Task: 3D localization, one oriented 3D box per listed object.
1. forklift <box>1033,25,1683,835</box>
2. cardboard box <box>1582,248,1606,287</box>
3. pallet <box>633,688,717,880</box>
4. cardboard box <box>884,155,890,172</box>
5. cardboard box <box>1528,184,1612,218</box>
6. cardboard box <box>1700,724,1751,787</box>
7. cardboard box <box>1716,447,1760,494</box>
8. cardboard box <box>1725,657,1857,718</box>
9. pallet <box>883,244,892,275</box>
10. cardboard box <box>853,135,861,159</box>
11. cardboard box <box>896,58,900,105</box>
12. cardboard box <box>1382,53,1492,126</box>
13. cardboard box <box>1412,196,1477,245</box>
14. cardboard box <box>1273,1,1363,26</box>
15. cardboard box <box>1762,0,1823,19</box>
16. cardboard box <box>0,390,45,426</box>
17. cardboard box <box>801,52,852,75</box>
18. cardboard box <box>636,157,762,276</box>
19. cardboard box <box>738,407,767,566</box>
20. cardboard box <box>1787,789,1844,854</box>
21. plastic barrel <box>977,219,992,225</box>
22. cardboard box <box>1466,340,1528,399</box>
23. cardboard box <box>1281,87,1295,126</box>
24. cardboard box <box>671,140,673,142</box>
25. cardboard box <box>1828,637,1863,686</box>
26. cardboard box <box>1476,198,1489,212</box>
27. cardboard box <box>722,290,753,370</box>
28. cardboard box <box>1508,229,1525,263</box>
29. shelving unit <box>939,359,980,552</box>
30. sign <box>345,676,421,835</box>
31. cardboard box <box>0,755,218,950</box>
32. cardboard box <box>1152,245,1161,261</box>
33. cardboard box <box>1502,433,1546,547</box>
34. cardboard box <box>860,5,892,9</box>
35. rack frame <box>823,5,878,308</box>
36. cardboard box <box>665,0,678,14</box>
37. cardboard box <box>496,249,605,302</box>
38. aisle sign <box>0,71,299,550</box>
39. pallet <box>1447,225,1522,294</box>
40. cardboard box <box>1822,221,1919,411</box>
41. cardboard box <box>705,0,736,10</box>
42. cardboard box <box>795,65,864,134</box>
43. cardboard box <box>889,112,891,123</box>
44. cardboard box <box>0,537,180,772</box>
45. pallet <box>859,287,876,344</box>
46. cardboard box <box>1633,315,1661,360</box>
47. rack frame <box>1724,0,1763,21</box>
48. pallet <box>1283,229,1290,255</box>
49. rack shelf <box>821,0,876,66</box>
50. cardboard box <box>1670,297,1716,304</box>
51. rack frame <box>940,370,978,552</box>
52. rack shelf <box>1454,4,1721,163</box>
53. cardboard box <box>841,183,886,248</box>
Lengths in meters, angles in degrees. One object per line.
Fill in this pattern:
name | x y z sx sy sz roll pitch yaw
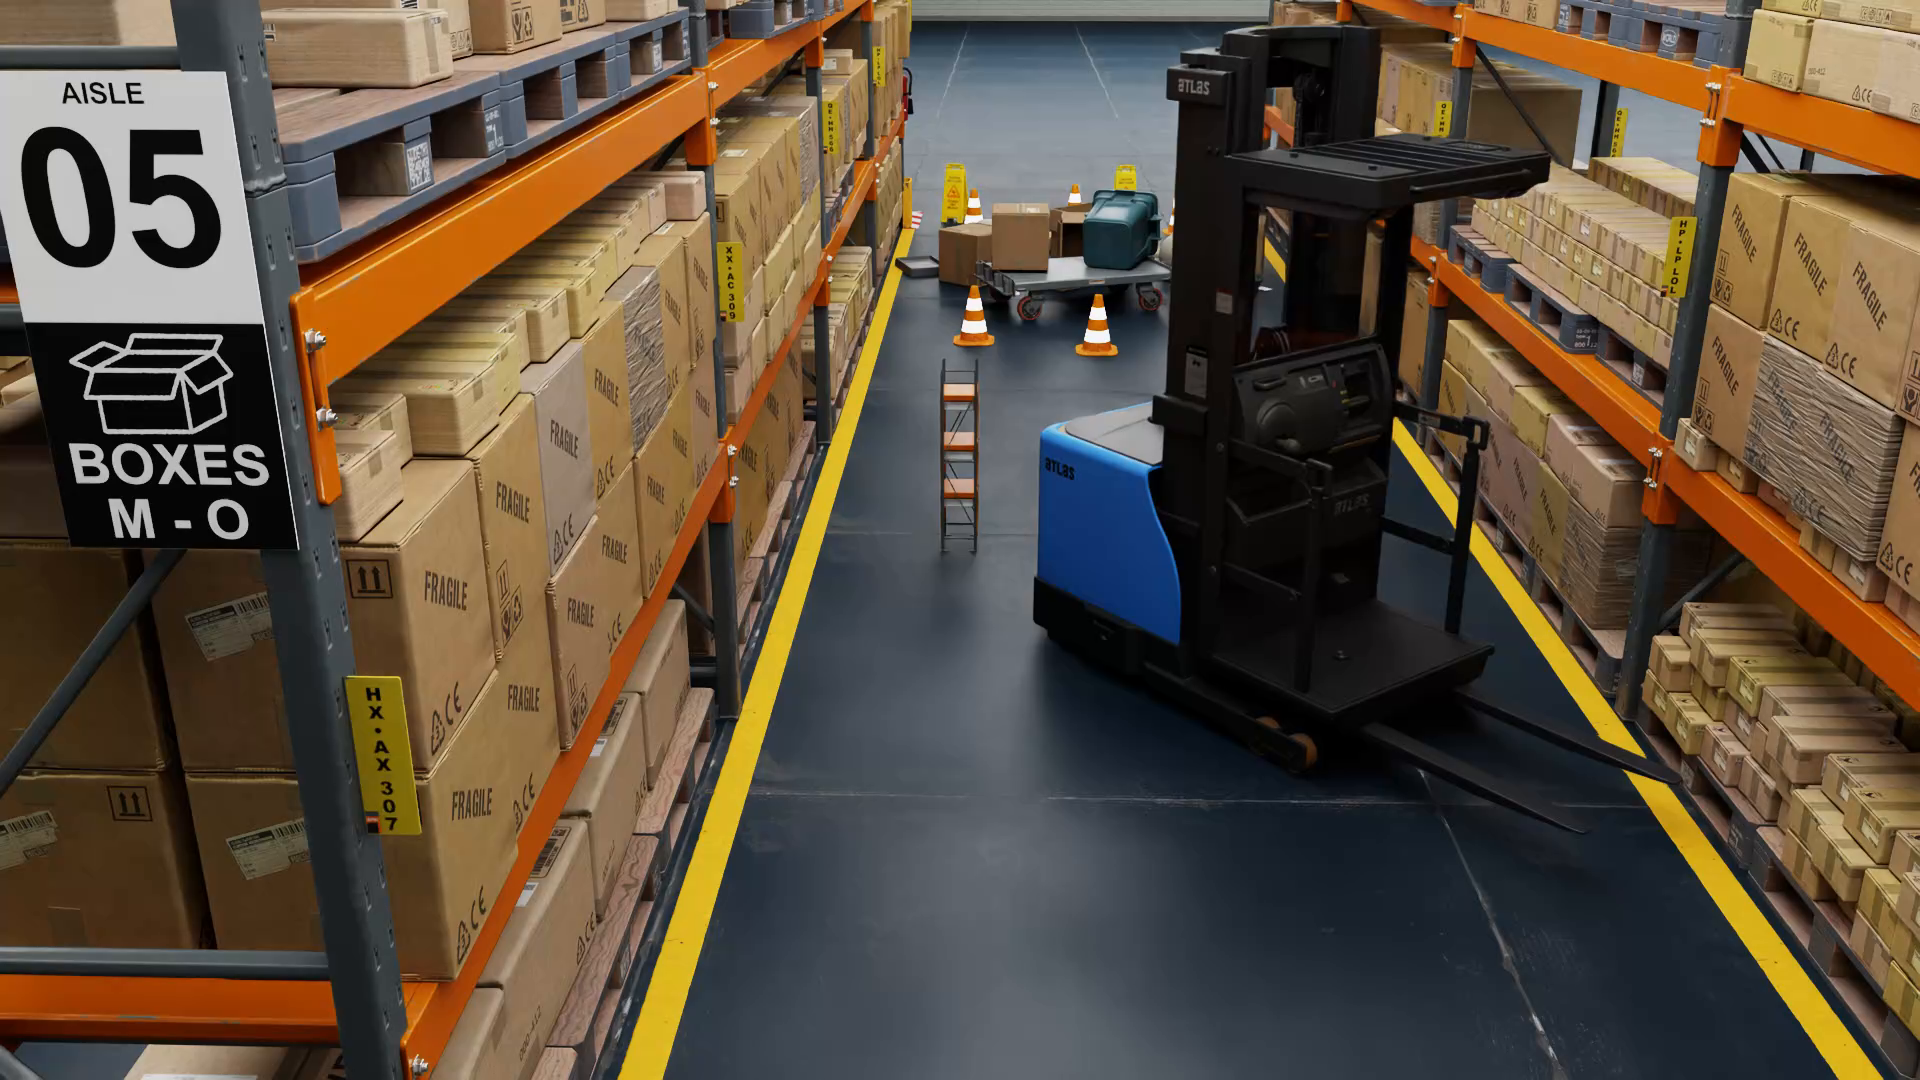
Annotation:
forklift | 1.653 -0.587 6.989 1.130 2.935 3.031 -15 26 -34
cardboard box | 3.306 -1.339 8.190 0.380 0.149 0.250 0 21 -1
pallet | -1.591 0.958 6.768 1.003 0.211 1.213 1 21 2
cardboard box | -0.876 -3.613 15.980 0.380 0.149 0.250 2 21 5
cardboard box | 3.343 -1.856 9.110 0.380 0.149 0.250 2 21 4
cardboard box | 3.165 0.850 6.552 0.380 0.149 0.250 1 21 1
cardboard box | 3.192 -0.288 6.472 0.380 0.149 0.250 1 21 3
cardboard box | 3.218 0.571 6.449 0.380 0.149 0.250 0 21 1
pallet | -1.227 -2.894 16.696 1.003 0.211 1.213 1 21 2
cardboard box | -0.988 -3.117 13.183 0.380 0.149 0.250 1 21 2
cardboard box | -0.886 -4.760 17.100 0.500 0.500 0.500 1 21 2
cardboard box | 3.666 -3.455 12.767 0.700 0.500 0.500 1 21 2
cardboard box | 3.328 -2.257 11.061 0.500 0.500 0.500 1 21 2
cardboard box | 3.776 -5.377 17.539 0.875 0.550 0.550 1 21 2
cardboard box | 3.207 -1.988 5.876 0.500 0.250 0.500 1 21 3
cardboard box | -1.817 -0.209 3.504 0.380 0.149 0.250 1 21 3
cardboard box | -1.027 -3.674 12.824 0.380 0.149 0.250 0 21 -1
cardboard box | -1.201 -1.469 7.648 0.500 0.500 0.500 1 21 1
cardboard box | -1.531 -0.373 8.700 0.875 0.875 0.875 1 21 3
cardboard box | 3.127 0.992 5.774 0.380 0.149 0.250 0 21 1
plastic barrel | 0.326 -2.990 16.651 0.512 0.421 0.421 18 27 38
cardboard box | 3.304 -0.994 9.784 0.500 0.250 0.500 0 21 1
cardboard box | 3.723 -4.472 16.700 0.875 0.550 0.550 1 21 2
cardboard box | -1.683 -1.851 8.632 0.500 0.500 0.500 1 21 2
cardboard box | 3.742 0.482 6.678 0.380 0.149 0.250 1 21 2
cardboard box | 3.367 -2.089 10.122 0.380 0.149 0.250 2 21 4
cardboard box | -1.194 -0.935 7.309 0.500 0.250 0.500 0 21 0
cardboard box | 3.345 -1.671 9.457 0.380 0.149 0.250 2 21 4
shelving unit | -0.002 -0.470 9.289 0.215 1.050 0.252 1 21 2
sign | -1.057 0.398 3.050 0.100 0.325 0.005 1 21 2
cardboard box | -1.861 0.606 3.682 0.500 0.500 0.500 1 21 2
cardboard box | 1.916 -2.858 16.527 0.396 0.266 0.258 4 22 11
cardboard box | 3.268 -0.270 8.953 0.500 0.500 0.500 0 21 0
cardboard box | -1.012 -4.872 16.007 0.700 0.500 0.500 1 21 1
rack frame | -1.246 -3.509 14.425 1.000 3.000 0.127 1 21 2
cardboard box | -1.189 -1.960 5.753 0.396 0.266 0.258 1 21 3
cardboard box | -1.275 -0.766 4.939 0.380 0.149 0.250 1 21 2
aisle sign | -1.324 -0.353 2.697 0.394 0.787 0.004 1 21 2
pallet | 3.668 -1.696 10.019 1.213 0.211 1.003 1 21 2
cardboard box | 3.157 -0.720 5.305 0.500 0.500 0.500 1 21 3
cardboard box | -1.125 -2.325 6.832 0.396 0.266 0.258 0 21 1
cardboard box | -1.045 -3.541 13.378 0.500 0.500 0.500 1 21 2
cardboard box | -0.891 -4.237 16.649 0.380 0.149 0.250 0 21 1
cardboard box | -1.835 0.140 3.500 0.500 0.500 0.500 1 21 3
pallet | -1.269 -1.927 14.204 1.003 0.211 1.213 1 21 2
cardboard box | 3.283 -0.917 7.511 0.380 0.149 0.250 1 21 2
rack frame | 3.461 -3.395 5.839 1.000 3.000 0.127 1 21 2
pallet | 3.840 -2.907 16.729 1.003 0.211 1.213 1 21 2
rack shelf | -1.307 -3.849 12.149 1.077 0.370 4.000 1 21 2
cardboard box | 3.278 -1.101 7.165 0.380 0.149 0.250 2 21 4
rack frame | -0.005 -0.426 9.175 0.200 1.050 0.008 1 21 2
rack shelf | 3.522 -2.384 8.375 1.077 0.370 4.000 1 21 2
cardboard box | -0.959 -2.982 15.253 0.500 0.500 0.500 2 21 4
